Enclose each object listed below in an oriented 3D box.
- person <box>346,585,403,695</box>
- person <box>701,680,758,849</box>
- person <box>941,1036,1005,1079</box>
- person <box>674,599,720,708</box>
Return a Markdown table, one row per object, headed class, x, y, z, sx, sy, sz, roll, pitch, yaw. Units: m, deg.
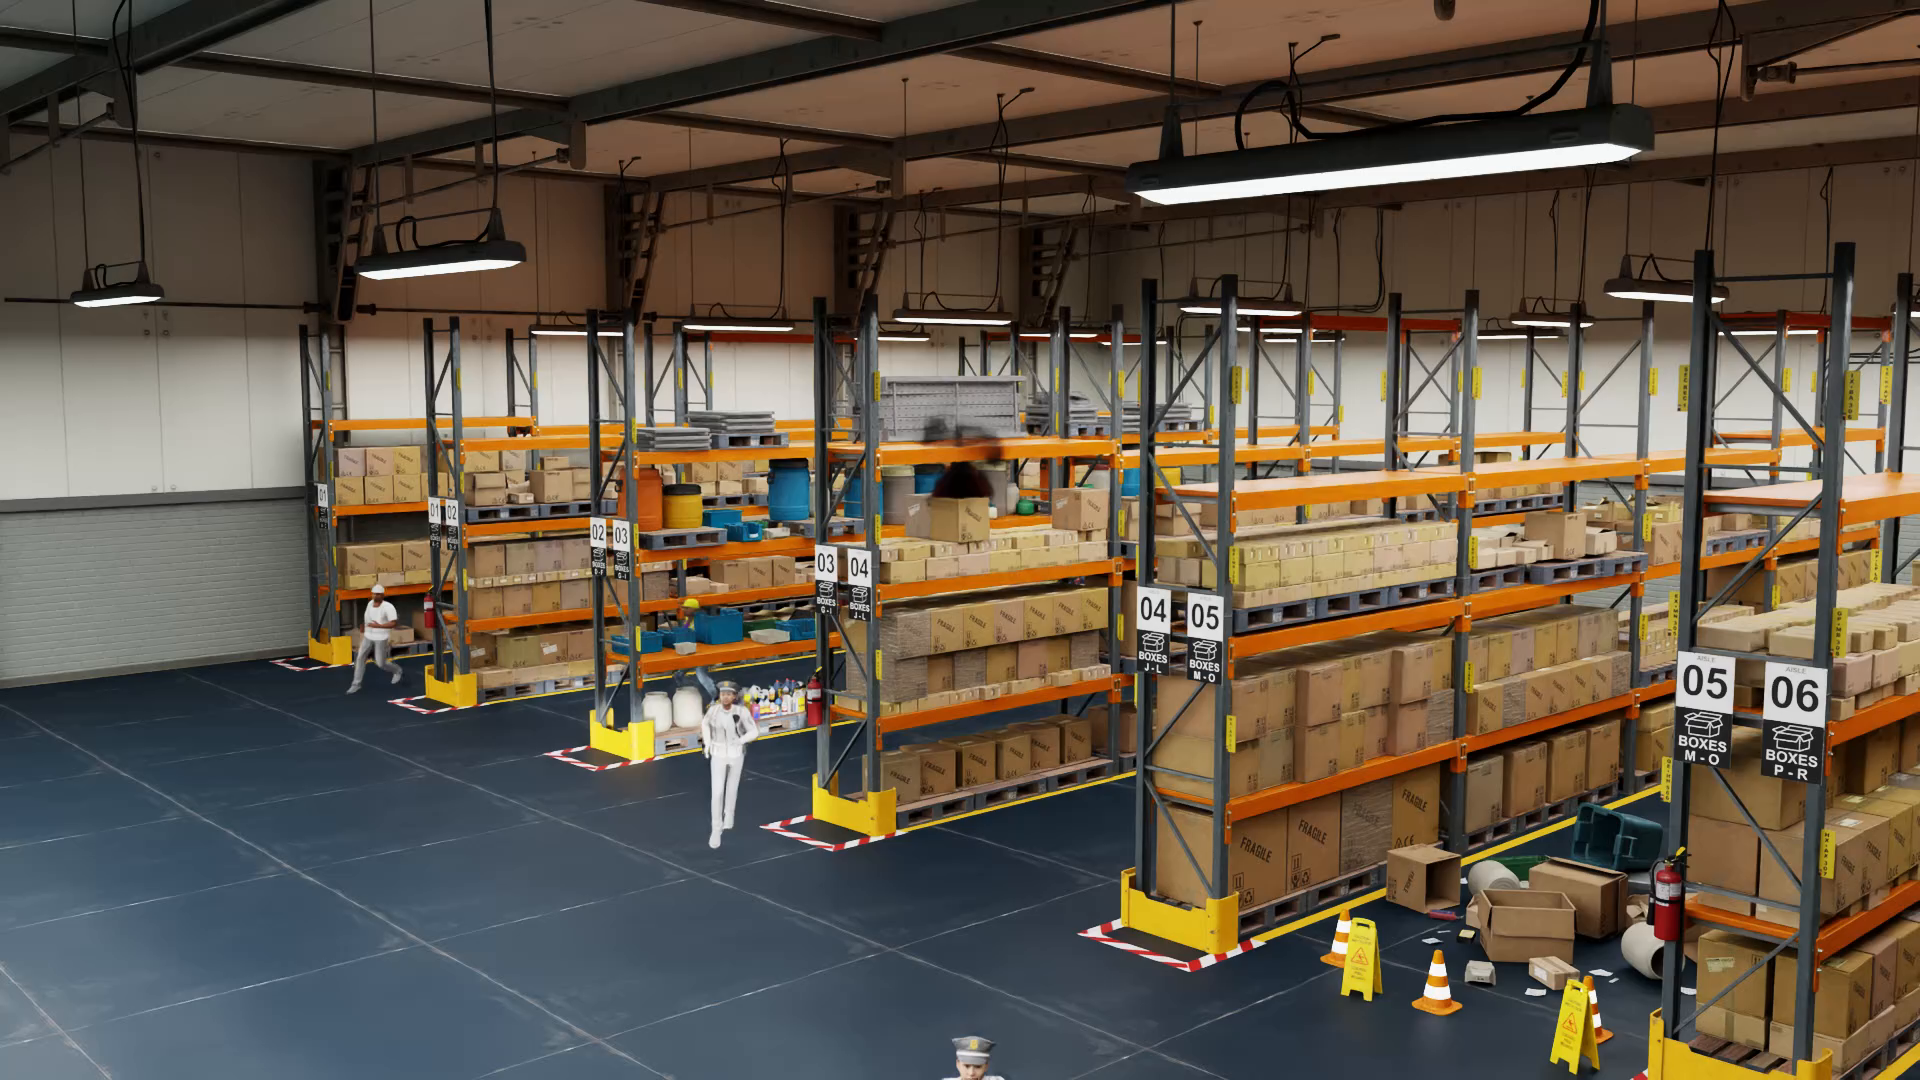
| class | x | y | z | sx | sy | sz | roll | pitch | yaw |
| --- | --- | --- | --- | --- | --- | --- | --- | --- | --- |
| person | -9.434 | 1.590 | 26.965 | 0.723 | 1.745 | 0.944 | 2 | 6 | 22 |
| person | -2.471 | 2.356 | 17.872 | 0.619 | 1.749 | 0.765 | -1 | 6 | -5 |
| person | 0.060 | 3.440 | 8.995 | 0.641 | 1.685 | 0.879 | 0 | 6 | 2 |
| person | -3.973 | 1.760 | 25.150 | 0.835 | 1.784 | 0.729 | -5 | 7 | -39 |
